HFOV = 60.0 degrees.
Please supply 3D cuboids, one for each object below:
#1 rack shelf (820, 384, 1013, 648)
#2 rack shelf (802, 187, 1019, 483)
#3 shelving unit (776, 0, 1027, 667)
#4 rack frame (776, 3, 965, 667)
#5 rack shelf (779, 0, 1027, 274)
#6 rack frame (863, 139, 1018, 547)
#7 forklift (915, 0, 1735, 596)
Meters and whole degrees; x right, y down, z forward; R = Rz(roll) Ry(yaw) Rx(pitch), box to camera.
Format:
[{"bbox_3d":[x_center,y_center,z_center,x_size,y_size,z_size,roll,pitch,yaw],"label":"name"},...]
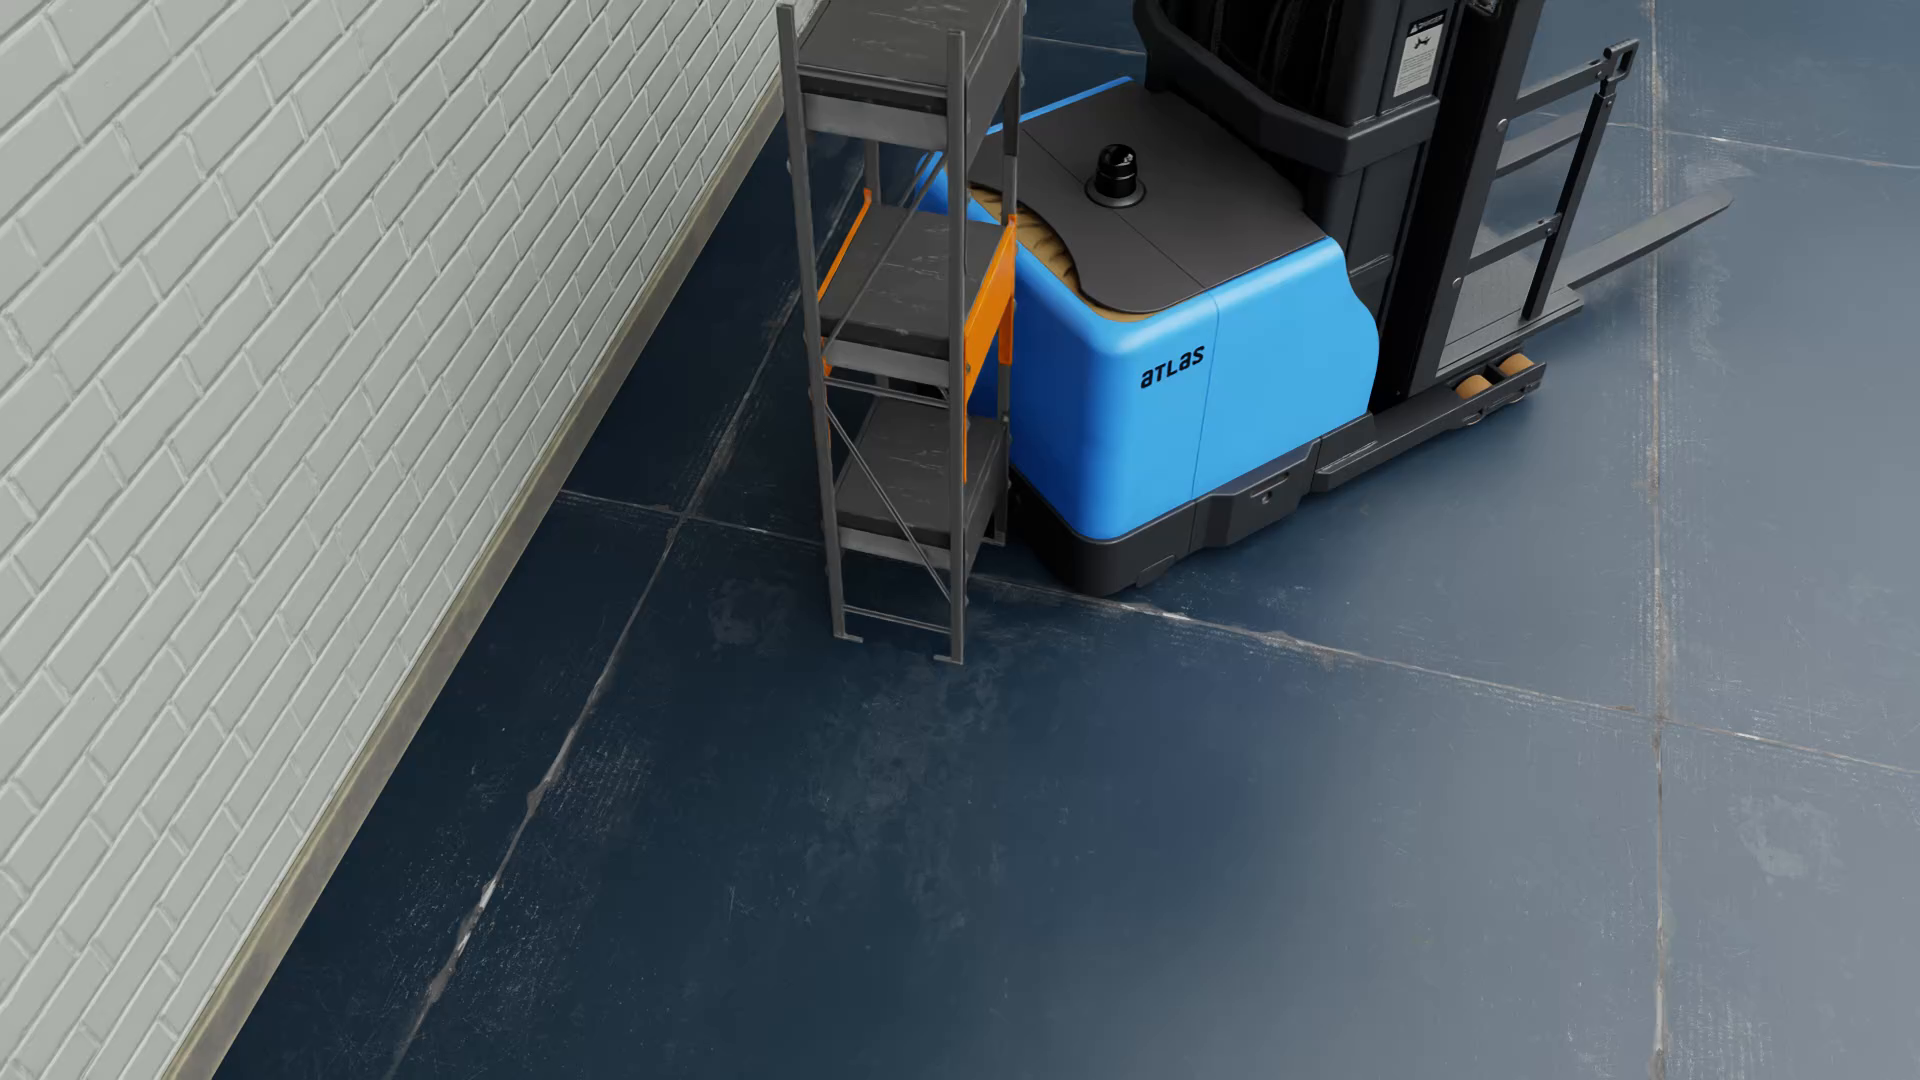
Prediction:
[{"bbox_3d":[-0.118,-0.070,4.863,0.431,0.518,0.480,12,50,10],"label":"rack shelf"},{"bbox_3d":[-0.118,-0.533,4.339,0.431,0.518,0.480,12,50,10],"label":"rack shelf"},{"bbox_3d":[-0.118,-0.542,4.328,0.431,2.100,0.503,12,50,10],"label":"shelving unit"},{"bbox_3d":[-0.184,-0.367,4.173,0.400,2.100,0.015,12,50,10],"label":"rack frame"},{"bbox_3d":[-0.118,-0.997,3.814,0.431,0.518,0.480,12,50,10],"label":"rack shelf"},{"bbox_3d":[-0.051,-0.718,4.484,0.400,2.100,0.015,12,50,10],"label":"rack frame"},{"bbox_3d":[1.370,-1.667,4.766,3.031,2.935,1.130,-26,53,-21],"label":"forklift"}]
